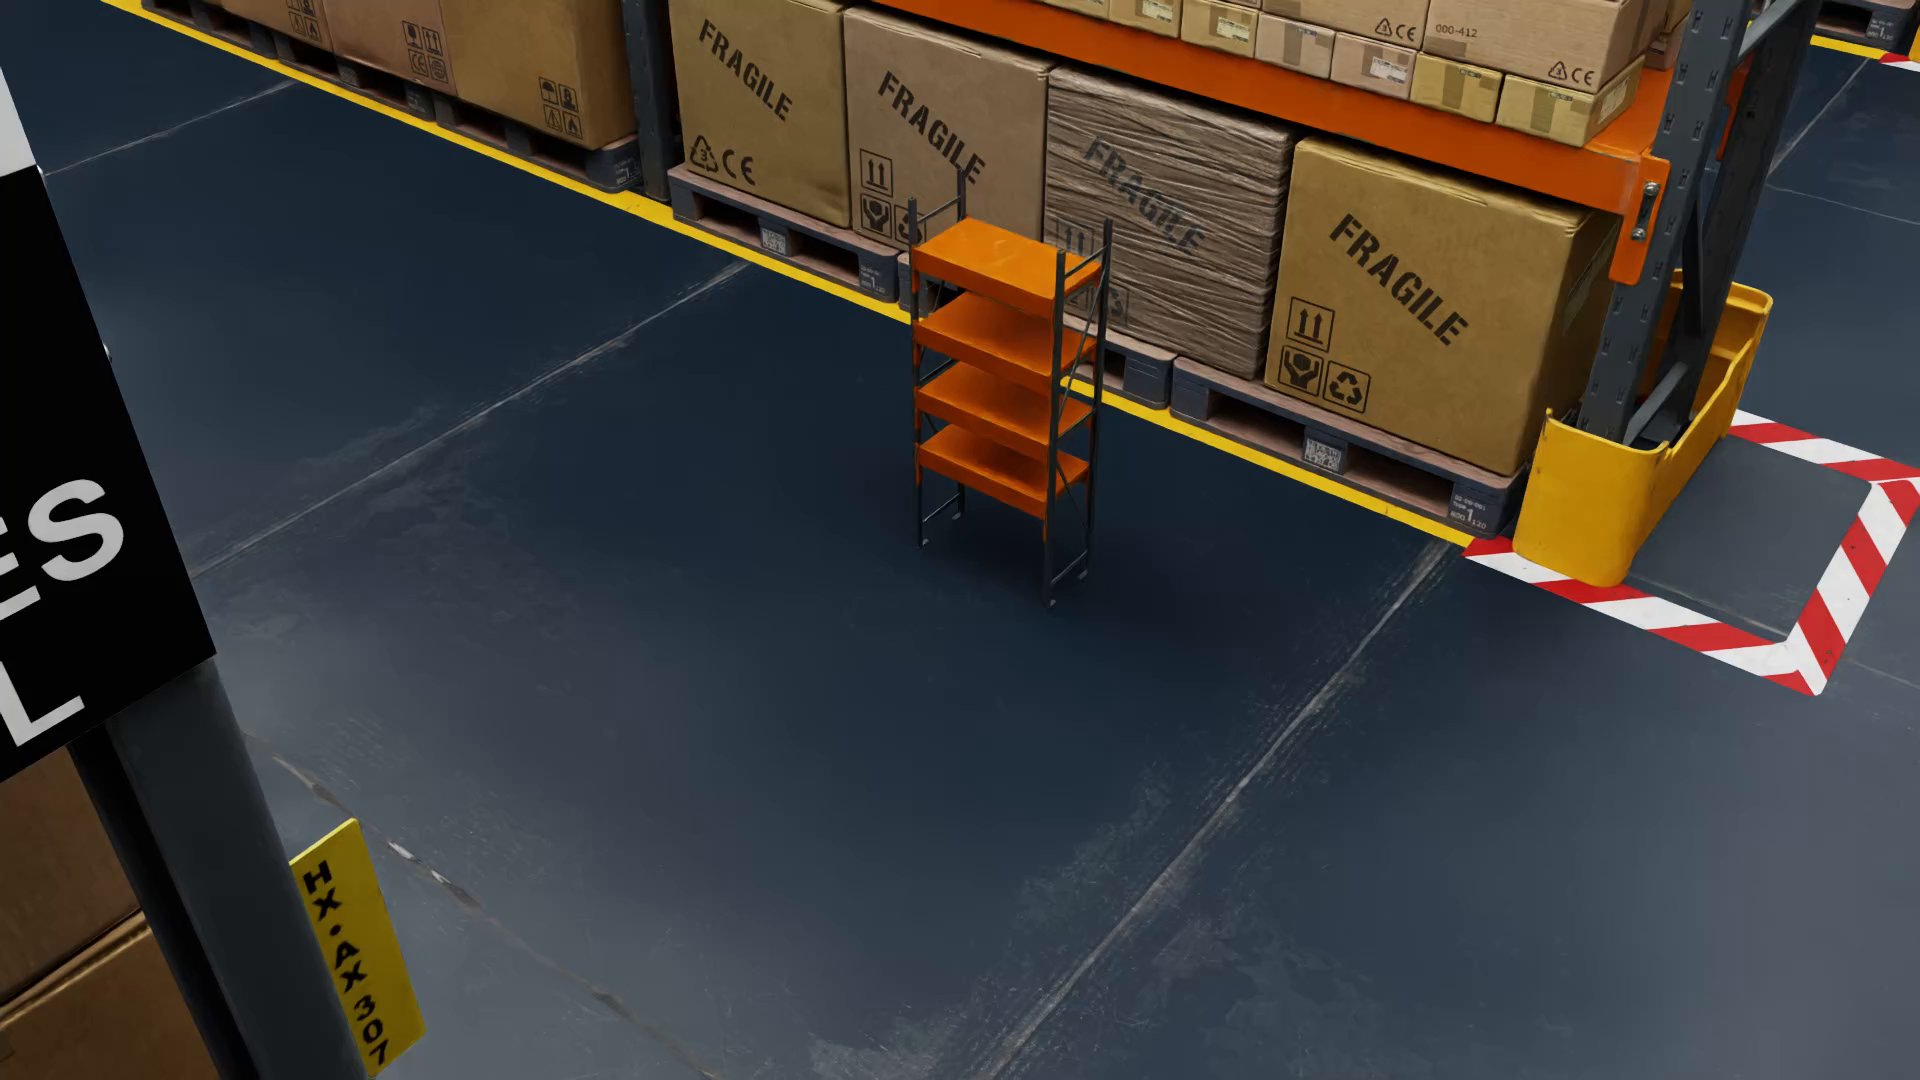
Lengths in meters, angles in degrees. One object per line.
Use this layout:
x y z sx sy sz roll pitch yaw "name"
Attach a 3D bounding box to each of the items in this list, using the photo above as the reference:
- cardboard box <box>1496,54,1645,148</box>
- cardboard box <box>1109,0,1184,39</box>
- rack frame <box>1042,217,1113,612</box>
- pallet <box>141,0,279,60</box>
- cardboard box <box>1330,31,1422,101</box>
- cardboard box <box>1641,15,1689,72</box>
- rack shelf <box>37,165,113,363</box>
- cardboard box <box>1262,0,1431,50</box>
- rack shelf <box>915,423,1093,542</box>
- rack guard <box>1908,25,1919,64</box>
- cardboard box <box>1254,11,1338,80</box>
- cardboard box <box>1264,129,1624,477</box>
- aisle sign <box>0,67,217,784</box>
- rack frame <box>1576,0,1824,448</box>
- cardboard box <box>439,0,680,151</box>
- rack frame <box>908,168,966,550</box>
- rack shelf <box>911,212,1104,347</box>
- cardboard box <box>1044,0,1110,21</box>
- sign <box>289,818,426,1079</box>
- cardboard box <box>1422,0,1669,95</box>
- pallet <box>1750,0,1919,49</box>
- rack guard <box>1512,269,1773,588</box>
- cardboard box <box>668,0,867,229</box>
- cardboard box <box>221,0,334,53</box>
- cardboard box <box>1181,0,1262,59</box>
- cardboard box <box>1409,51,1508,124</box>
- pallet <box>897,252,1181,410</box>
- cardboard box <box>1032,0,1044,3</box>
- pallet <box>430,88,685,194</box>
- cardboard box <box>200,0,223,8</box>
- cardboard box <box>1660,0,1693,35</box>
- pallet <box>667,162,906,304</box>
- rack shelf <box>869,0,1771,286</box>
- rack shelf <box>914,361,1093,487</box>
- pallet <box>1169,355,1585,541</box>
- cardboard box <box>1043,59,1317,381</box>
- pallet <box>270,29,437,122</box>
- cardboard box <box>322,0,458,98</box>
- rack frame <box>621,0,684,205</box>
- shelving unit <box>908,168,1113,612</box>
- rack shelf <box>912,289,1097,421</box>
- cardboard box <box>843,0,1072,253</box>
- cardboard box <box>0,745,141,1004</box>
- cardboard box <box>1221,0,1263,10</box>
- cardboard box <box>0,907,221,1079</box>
1.696 -1.251 4.618 0.250 0.149 0.380 26 45 29 "cardboard box"
0.677 -1.729 5.229 0.250 0.149 0.380 25 45 29 "cardboard box"
0.325 -0.319 4.684 0.015 1.200 0.240 25 45 29 "rack frame"
-3.595 -2.944 8.838 1.213 0.211 1.003 25 45 29 "pallet"
1.289 -1.442 4.863 0.250 0.149 0.380 25 45 29 "cardboard box"
2.097 -1.573 5.030 0.250 0.149 0.380 26 45 29 "cardboard box"
-2.503 -0.634 1.776 4.000 0.370 1.077 25 45 29 "rack shelf"
1.230 -1.677 4.840 0.500 0.250 0.500 24 44 28 "cardboard box"
0.131 -0.201 4.965 0.480 0.148 0.258 25 45 29 "rack shelf"
5.215 -2.816 8.441 0.348 0.500 1.175 25 45 29 "rack guard"
1.091 -1.536 4.983 0.250 0.149 0.380 26 45 29 "cardboard box"
1.622 -0.907 5.358 0.875 0.875 0.875 25 45 29 "cardboard box"
-0.674 -0.130 0.874 0.004 0.787 0.394 25 45 29 "aisle sign"
2.179 -1.377 4.576 0.127 3.000 1.000 25 45 29 "rack frame"
-1.519 -2.434 7.309 0.875 0.875 1.225 25 45 29 "cardboard box"
-0.062 -0.502 4.918 0.015 1.200 0.240 25 45 29 "rack frame"
0.131 -0.720 4.559 0.480 0.148 0.258 25 45 29 "rack shelf"
0.482 -1.823 5.349 0.250 0.149 0.380 26 45 29 "cardboard box"
-0.585 0.407 1.595 0.005 0.325 0.100 25 45 29 "sign"
1.633 -1.487 4.597 0.500 0.250 0.500 25 44 28 "cardboard box"
4.556 -3.033 8.952 1.213 0.211 1.003 25 45 29 "pallet"
2.198 -0.384 5.335 0.348 0.500 1.175 25 45 29 "rack guard"
-0.523 -1.918 6.649 0.875 0.875 0.875 25 45 29 "cardboard box"
-2.937 -3.096 8.154 0.875 0.875 1.225 25 45 29 "cardboard box"
0.884 -1.633 5.106 0.250 0.149 0.380 24 44 28 "cardboard box"
1.488 -1.347 4.741 0.250 0.149 0.380 26 45 29 "cardboard box"
0.531 -0.998 6.353 1.213 0.211 1.003 25 45 29 "pallet"
0.274 -1.920 5.473 0.250 0.149 0.380 24 44 27 "cardboard box"
-1.657 -2.030 7.671 1.213 0.211 1.003 25 45 29 "pallet"
-3.640 -3.434 8.585 0.875 0.875 1.225 23 44 27 "cardboard box"
1.962 -1.748 4.929 0.500 0.250 0.500 24 44 27 "cardboard box"
-0.442 -1.454 6.937 1.213 0.211 1.003 25 45 29 "pallet"
0.590 -1.843 5.755 4.000 0.370 1.077 25 45 29 "rack shelf"
0.131 -0.357 4.842 0.480 0.148 0.258 25 45 29 "rack shelf"
1.496 -0.541 5.769 1.213 0.211 1.003 25 45 29 "pallet"
0.899 -1.248 5.793 0.875 0.875 0.875 25 45 29 "cardboard box"
-2.630 -2.486 8.254 1.213 0.211 1.003 25 45 29 "pallet"
-2.229 -2.768 7.736 0.875 0.875 1.225 24 44 27 "cardboard box"
-0.998 -2.876 6.490 0.127 3.000 1.000 25 45 29 "rack frame"
0.131 -0.410 4.801 0.503 1.200 0.258 25 45 29 "shelving unit"
0.131 -0.534 4.705 0.480 0.148 0.258 25 45 29 "rack shelf"
0.192 -1.581 6.219 0.875 0.875 0.875 25 45 29 "cardboard box"
-1.110 0.165 1.473 0.500 0.500 0.500 25 44 28 "cardboard box"
0.826 -1.868 5.083 0.500 0.250 0.500 24 44 27 "cardboard box"
-1.103 0.553 1.787 0.500 0.500 0.500 27 46 31 "cardboard box"
